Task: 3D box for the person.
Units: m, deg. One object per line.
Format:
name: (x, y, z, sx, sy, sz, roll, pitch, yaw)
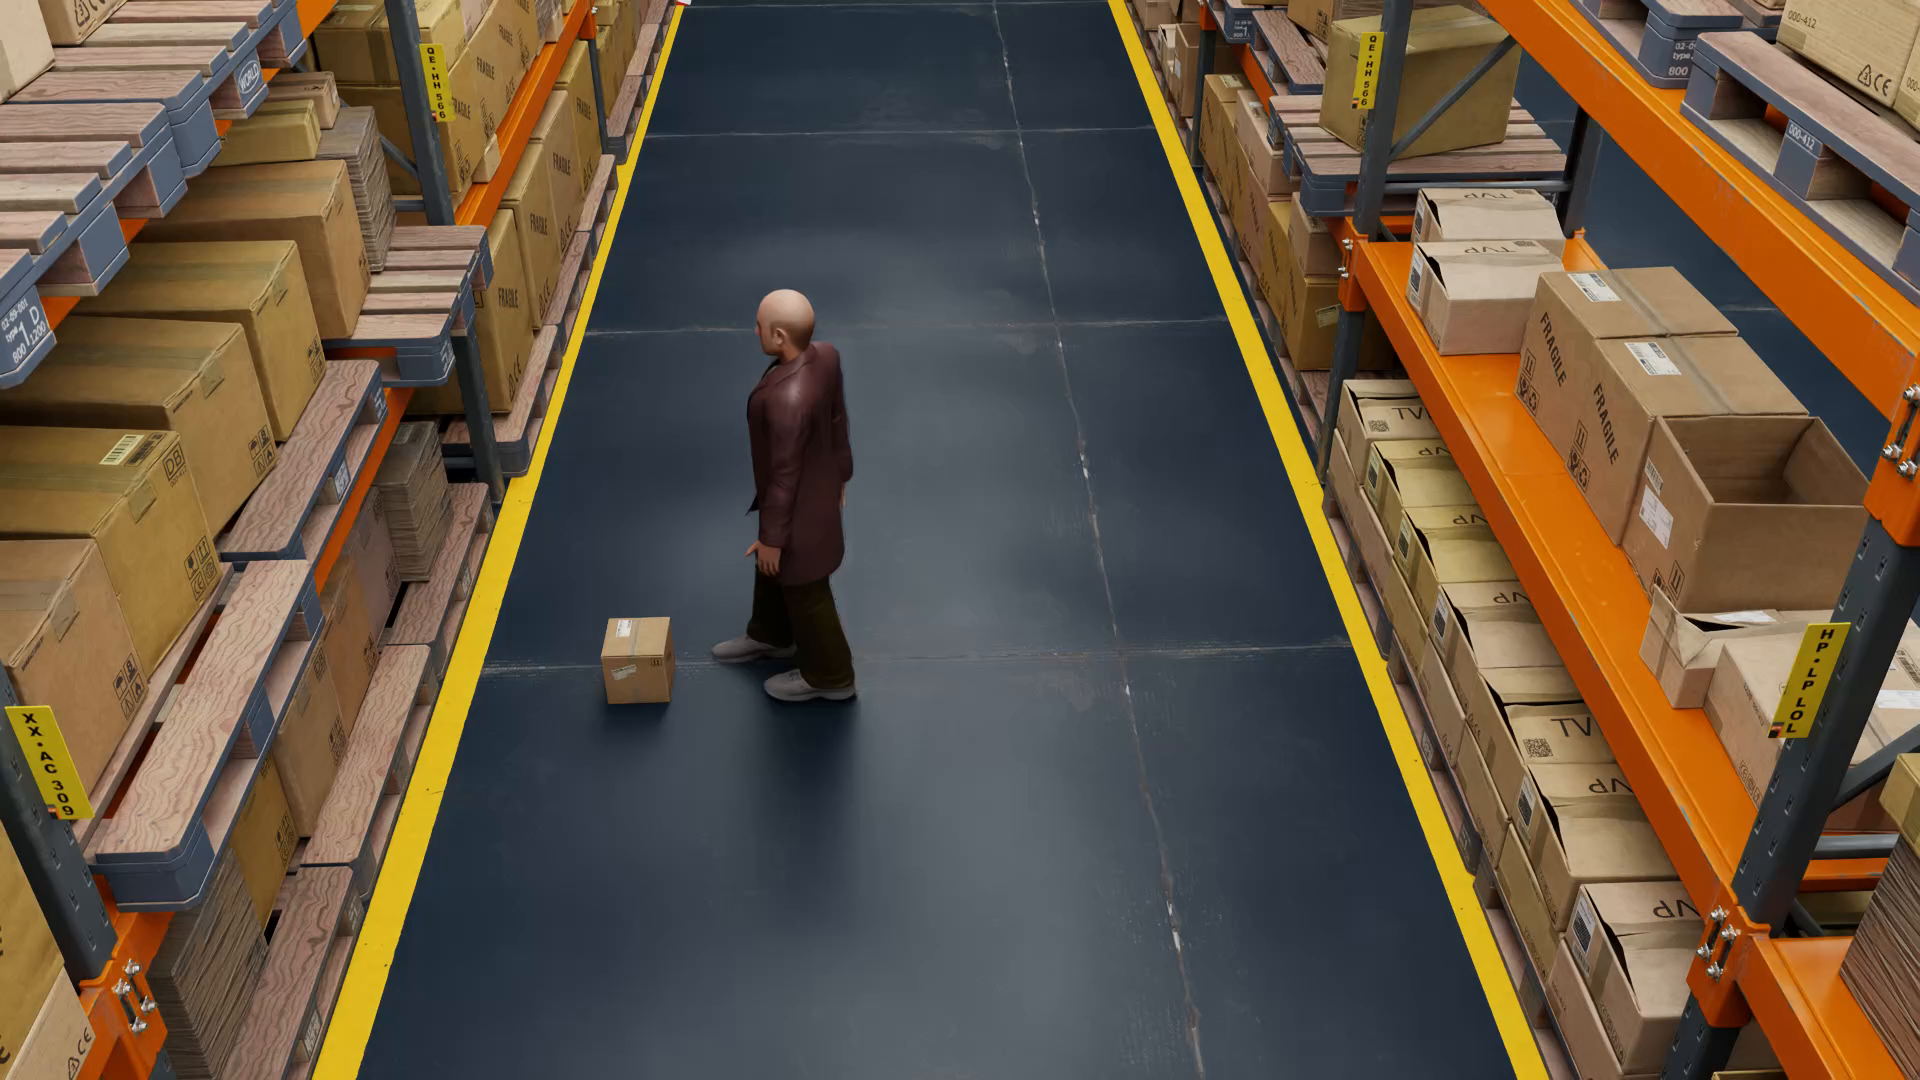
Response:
person: (-0.745, -0.122, 6.324, 0.643, 1.784, 0.614, 3, 35, 4)
